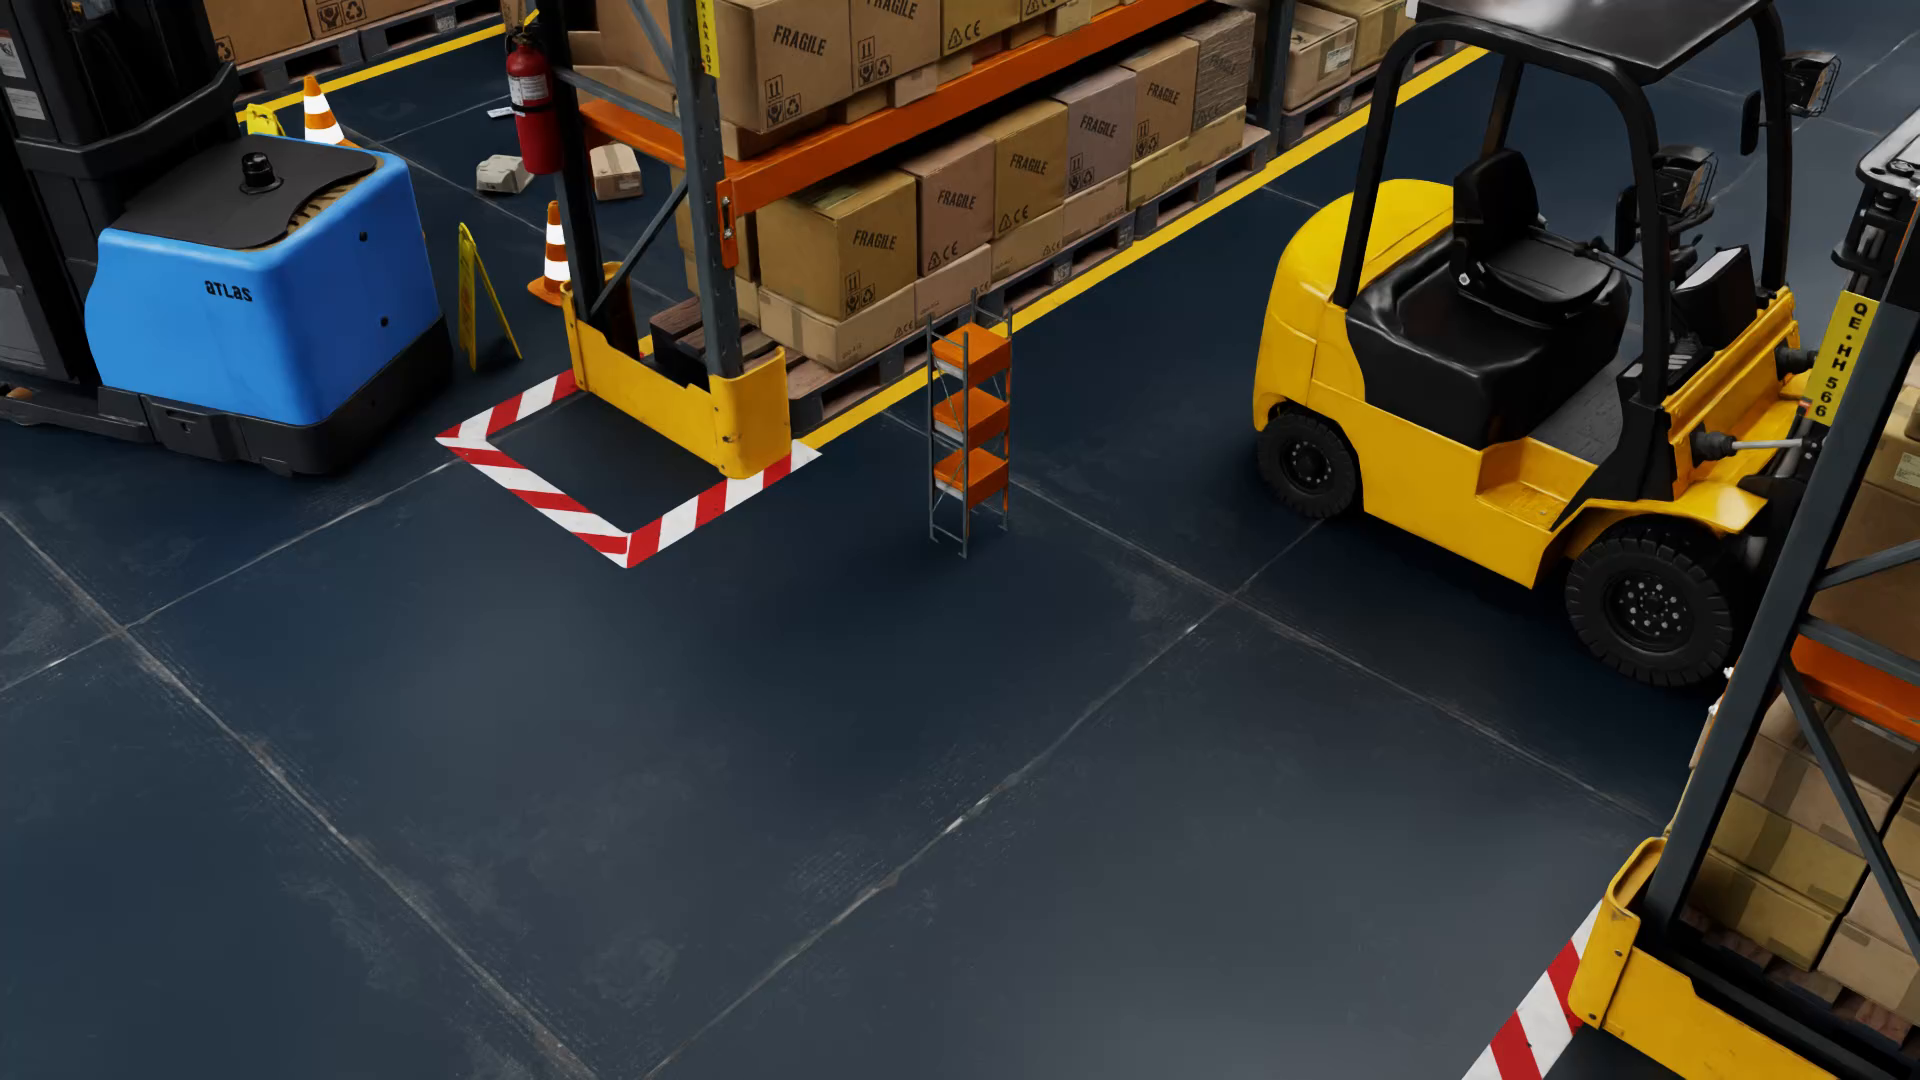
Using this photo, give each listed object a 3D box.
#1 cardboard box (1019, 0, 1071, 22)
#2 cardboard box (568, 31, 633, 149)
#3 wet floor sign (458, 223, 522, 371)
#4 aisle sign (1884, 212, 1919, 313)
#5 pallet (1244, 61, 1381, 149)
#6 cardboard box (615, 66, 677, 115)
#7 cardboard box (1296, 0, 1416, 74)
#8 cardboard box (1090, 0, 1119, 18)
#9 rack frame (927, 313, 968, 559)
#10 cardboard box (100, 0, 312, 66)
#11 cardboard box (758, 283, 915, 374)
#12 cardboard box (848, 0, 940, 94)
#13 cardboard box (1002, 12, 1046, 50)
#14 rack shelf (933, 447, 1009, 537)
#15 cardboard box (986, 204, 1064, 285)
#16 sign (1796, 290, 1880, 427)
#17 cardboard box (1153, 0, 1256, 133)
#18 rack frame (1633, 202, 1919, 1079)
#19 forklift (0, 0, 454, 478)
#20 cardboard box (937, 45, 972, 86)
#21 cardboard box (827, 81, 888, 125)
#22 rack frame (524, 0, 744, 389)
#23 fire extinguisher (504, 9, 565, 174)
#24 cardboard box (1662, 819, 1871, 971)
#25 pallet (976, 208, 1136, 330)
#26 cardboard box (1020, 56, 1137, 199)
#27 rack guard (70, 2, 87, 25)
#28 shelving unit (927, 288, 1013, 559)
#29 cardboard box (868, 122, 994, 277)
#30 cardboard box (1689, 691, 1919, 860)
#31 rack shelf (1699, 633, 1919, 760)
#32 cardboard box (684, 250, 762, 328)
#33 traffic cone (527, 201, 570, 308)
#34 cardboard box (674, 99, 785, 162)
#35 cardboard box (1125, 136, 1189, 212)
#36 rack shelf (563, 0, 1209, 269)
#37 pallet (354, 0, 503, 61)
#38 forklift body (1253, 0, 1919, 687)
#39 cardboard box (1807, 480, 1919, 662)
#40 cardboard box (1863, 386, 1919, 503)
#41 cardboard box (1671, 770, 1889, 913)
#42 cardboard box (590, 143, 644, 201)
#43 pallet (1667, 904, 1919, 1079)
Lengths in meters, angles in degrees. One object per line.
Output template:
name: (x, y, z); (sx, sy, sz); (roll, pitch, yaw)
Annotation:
cardboard box: (0.248, -2.670, 7.379); (0.500, 0.500, 0.500); (29, 47, 31)
cardboard box: (-1.987, -2.596, 9.610); (0.797, 0.503, 0.637); (2, 39, 2)
wet floor sign: (-2.221, -1.143, 7.669); (0.232, 0.644, 0.267); (-18, 42, -21)
aisle sign: (2.102, -0.731, 3.170); (0.394, 0.787, 0.004); (30, 47, 32)
pallet: (1.919, -2.807, 10.111); (1.003, 0.211, 1.213); (30, 47, 32)
cardboard box: (-1.209, -1.866, 6.888); (0.380, 0.149, 0.250); (31, 48, 33)
cardboard box: (2.230, -3.250, 10.201); (0.625, 0.372, 0.950); (-31, 48, -33)
cardboard box: (0.526, -2.593, 7.803); (0.380, 0.149, 0.250); (29, 47, 31)
rack frame: (-0.046, -0.379, 6.384); (0.200, 1.050, 0.008); (30, 47, 32)
cardboard box: (-4.617, -3.407, 9.994); (0.875, 0.875, 0.875); (30, 47, 32)
cardboard box: (-0.555, -1.045, 7.526); (0.500, 0.250, 0.500); (29, 47, 32)
cardboard box: (-0.432, -2.199, 6.786); (0.500, 0.500, 0.500); (31, 48, 33)
cardboard box: (0.166, -2.369, 7.521); (0.380, 0.149, 0.250); (28, 46, 31)
rack shelf: (0.036, -0.210, 6.634); (0.215, 0.259, 0.240); (30, 47, 32)
cardboard box: (0.154, -1.533, 8.139); (0.500, 0.250, 0.500); (-31, 48, -33)
sign: (1.972, -0.400, 3.723); (0.100, 0.325, 0.005); (30, 47, 32)
cardboard box: (1.194, -2.538, 8.800); (0.500, 0.500, 0.500); (29, 47, 31)
rack frame: (2.363, 0.380, 3.862); (1.000, 3.000, 0.127); (30, 47, 32)
forklift: (-3.915, -1.953, 6.852); (3.031, 2.935, 1.130); (12, 40, 14)
cardboard box: (-0.168, -2.114, 7.200); (0.380, 0.149, 0.250); (31, 48, 33)
cardboard box: (-0.523, -1.883, 6.910); (0.380, 0.149, 0.250); (28, 46, 31)
rack frame: (-1.303, -1.703, 6.481); (1.000, 3.000, 0.127); (30, 47, 32)
fire extinguisher: (-1.721, -1.813, 6.683); (0.296, 0.674, 0.183); (30, 47, 32)
cardboard box: (2.447, 0.943, 5.026); (0.500, 0.250, 0.500); (30, 47, 32)
pallet: (0.145, -1.562, 8.545); (1.003, 0.211, 1.213); (30, 47, 32)
cardboard box: (0.509, -2.068, 8.210); (0.500, 0.500, 0.500); (-31, 48, -33)
rack guard: (-5.042, -2.745, 9.801); (1.175, 0.500, 0.348); (30, 47, 32)
shelving unit: (0.036, -0.435, 6.454); (0.215, 1.050, 0.252); (30, 47, 32)
cardboard box: (-0.190, -1.592, 7.611); (0.500, 0.500, 0.500); (28, 46, 30)
cardboard box: (2.444, 0.558, 4.707); (0.500, 0.250, 0.500); (31, 48, 33)
rack shelf: (3.712, -0.257, 5.242); (1.077, 0.370, 4.000); (30, 47, 32)
cardboard box: (-0.940, -1.286, 7.829); (0.500, 0.250, 0.500); (29, 47, 32)
traffic cone: (-1.965, -1.449, 8.200); (0.336, 0.463, 0.334); (30, 47, 32)
cardboard box: (-0.921, -1.674, 6.646); (0.380, 0.149, 0.250); (30, 47, 32)
cardboard box: (0.843, -1.995, 8.721); (0.500, 0.250, 0.500); (28, 46, 31)
rack shelf: (0.046, -2.340, 7.861); (1.077, 0.370, 4.000); (30, 47, 32)
pallet: (-3.721, -3.601, 11.109); (1.003, 0.211, 1.213); (30, 47, 32)
forklift body: (2.296, -0.925, 6.185); (2.313, 2.155, 1.214); (30, 47, 32)
cardboard box: (2.501, 0.004, 4.254); (0.500, 0.500, 0.500); (29, 47, 31)
cardboard box: (2.390, -0.190, 3.978); (0.380, 0.149, 0.250); (30, 48, 32)
cardboard box: (2.461, 0.741, 4.878); (0.500, 0.250, 0.500); (29, 47, 31)
cardboard box: (-1.911, -2.037, 9.192); (0.250, 0.149, 0.380); (-11, 40, -14)
pallet: (2.848, 1.102, 5.194); (1.003, 0.211, 1.213); (30, 47, 32)
